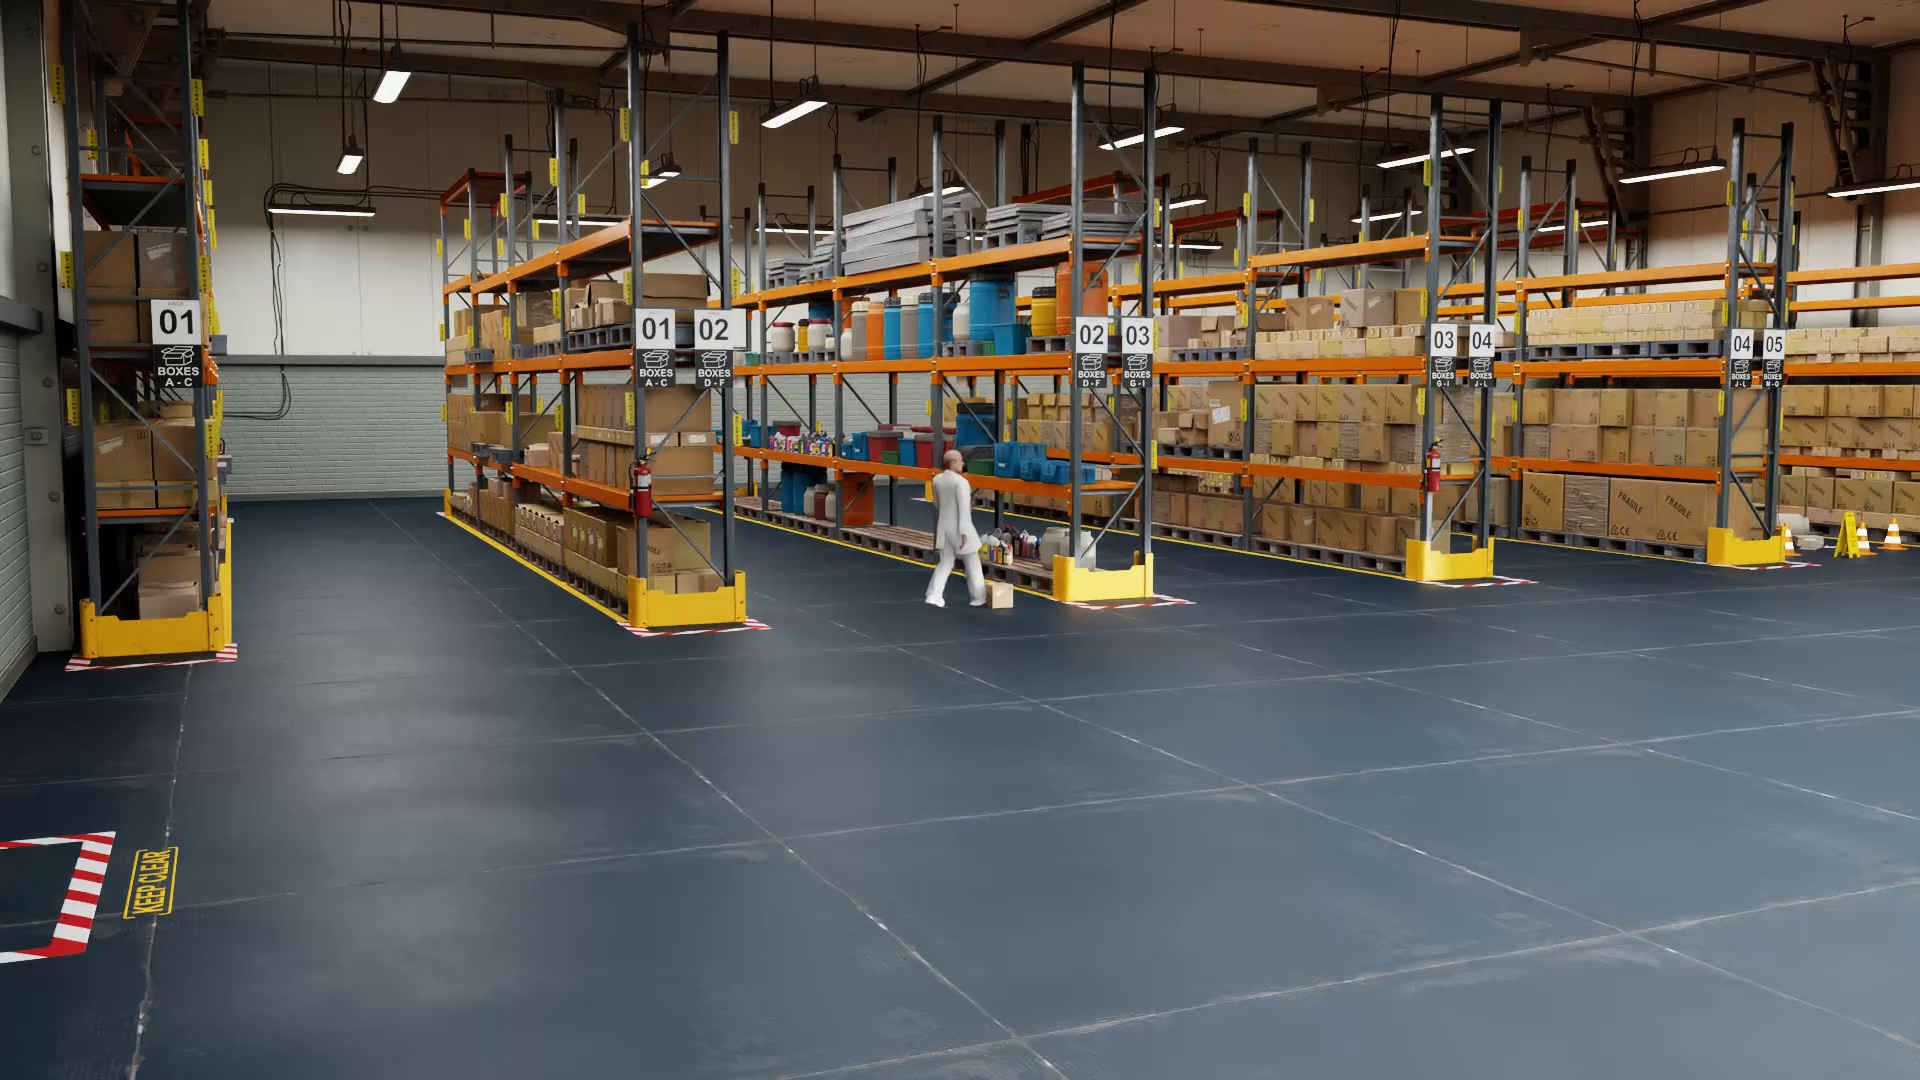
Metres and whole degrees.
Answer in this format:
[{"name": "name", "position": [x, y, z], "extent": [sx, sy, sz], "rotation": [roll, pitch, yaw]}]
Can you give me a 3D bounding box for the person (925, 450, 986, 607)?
[{"name": "person", "position": [0.000, -0.122, 18.164], "extent": [0.649, 1.729, 1.036], "rotation": [5, 7, 44]}]
